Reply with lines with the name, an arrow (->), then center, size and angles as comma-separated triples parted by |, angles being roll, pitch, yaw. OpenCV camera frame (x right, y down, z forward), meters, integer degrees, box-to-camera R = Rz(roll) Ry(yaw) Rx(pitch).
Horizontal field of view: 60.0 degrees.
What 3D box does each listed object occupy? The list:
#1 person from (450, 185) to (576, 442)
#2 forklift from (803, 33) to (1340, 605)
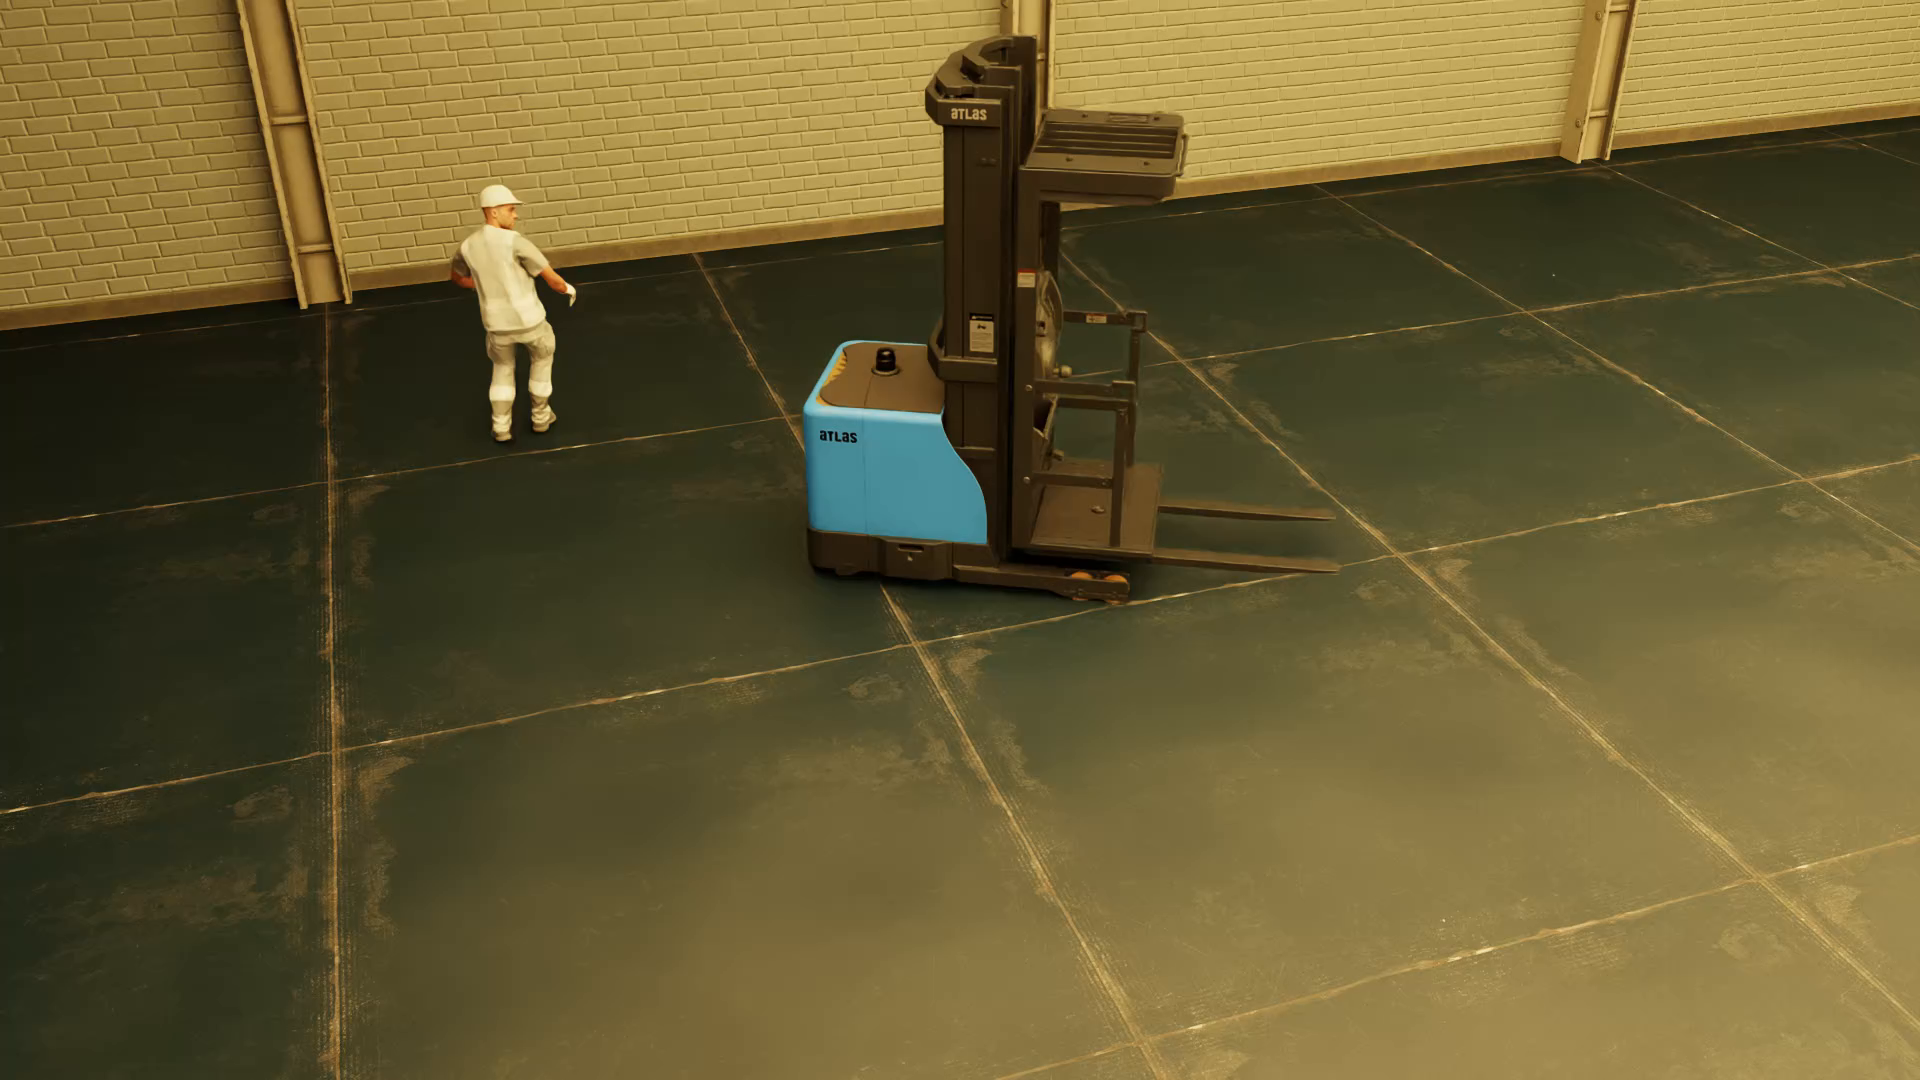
person -> -2.924, -1.496, 10.947 | 0.784, 1.722, 0.675 | 2, 30, 4
forklift -> 0.680, -1.192, 9.158 | 3.031, 2.935, 1.130 | 5, 30, 8
